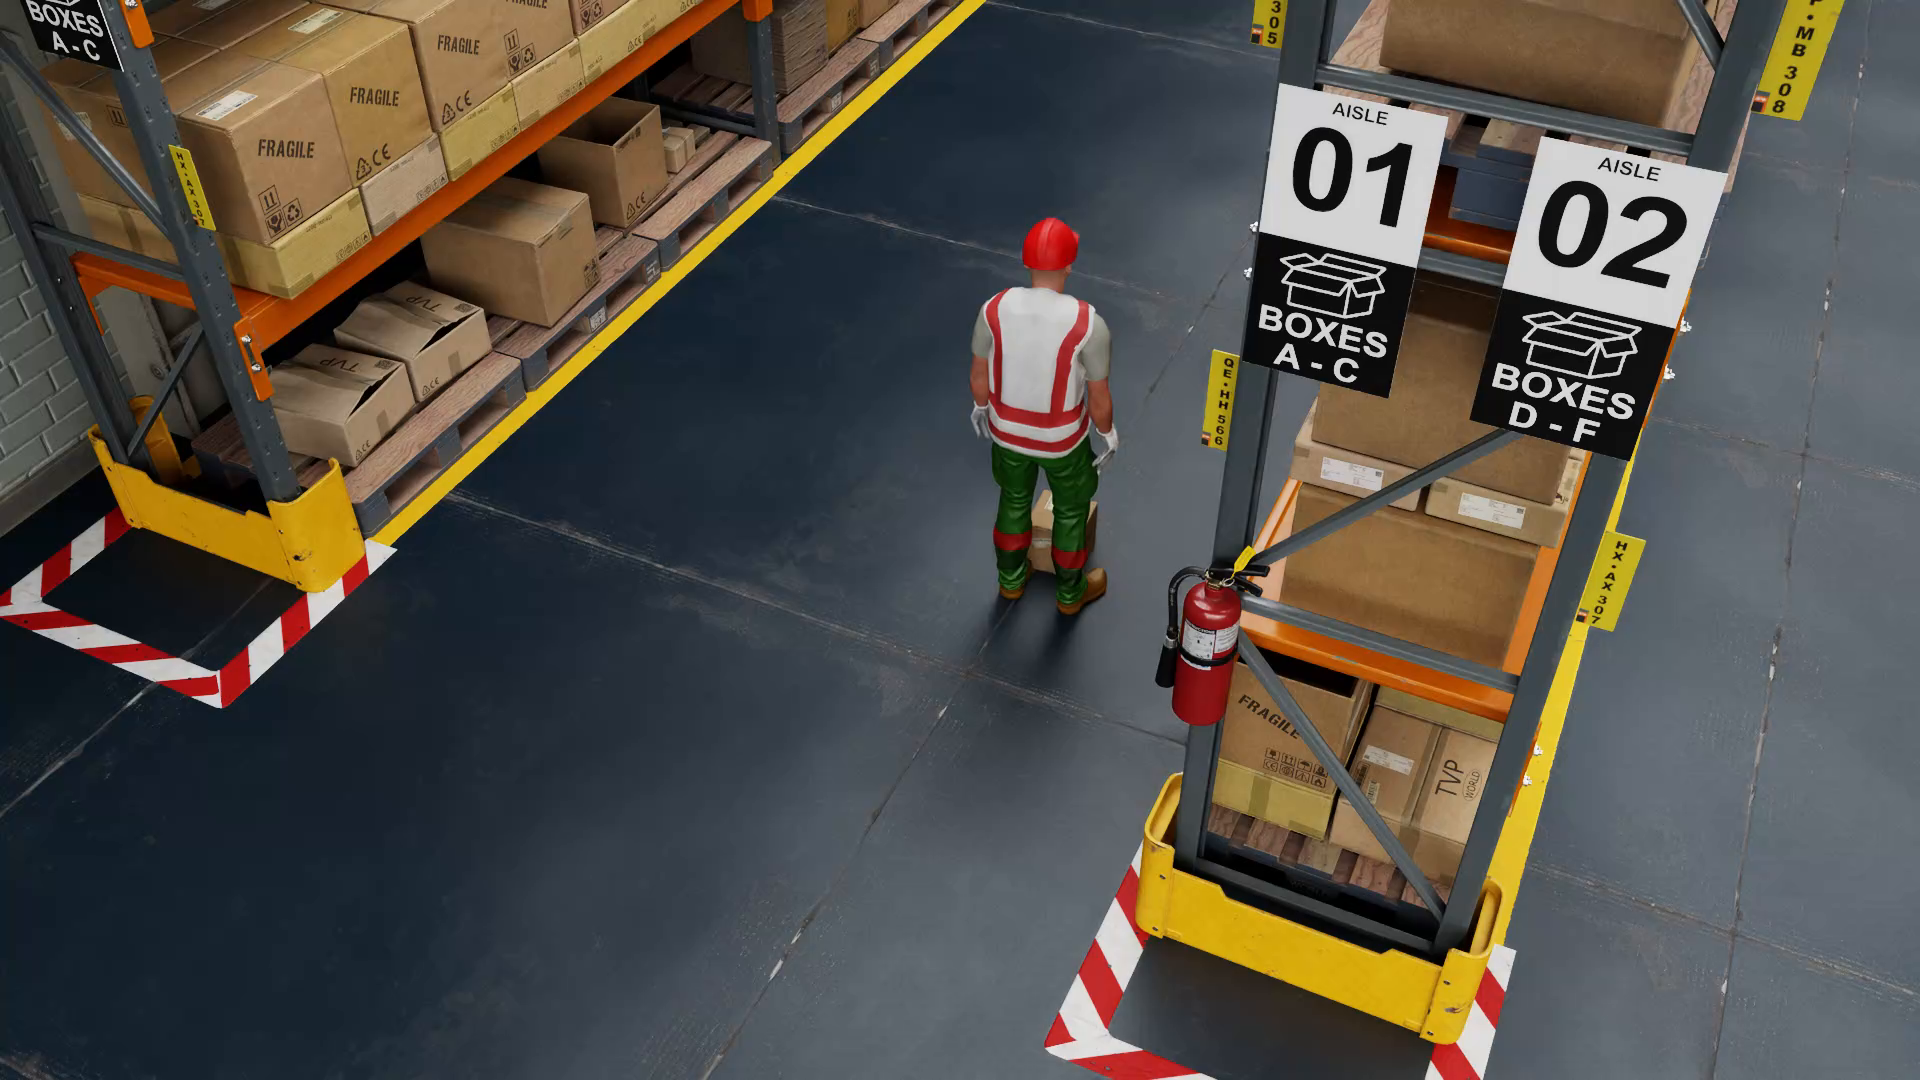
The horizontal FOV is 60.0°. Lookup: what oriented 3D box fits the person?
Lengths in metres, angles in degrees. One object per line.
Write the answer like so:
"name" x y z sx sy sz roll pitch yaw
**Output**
"person" 0.332 -0.465 6.670 0.622 1.781 0.445 15 44 16
